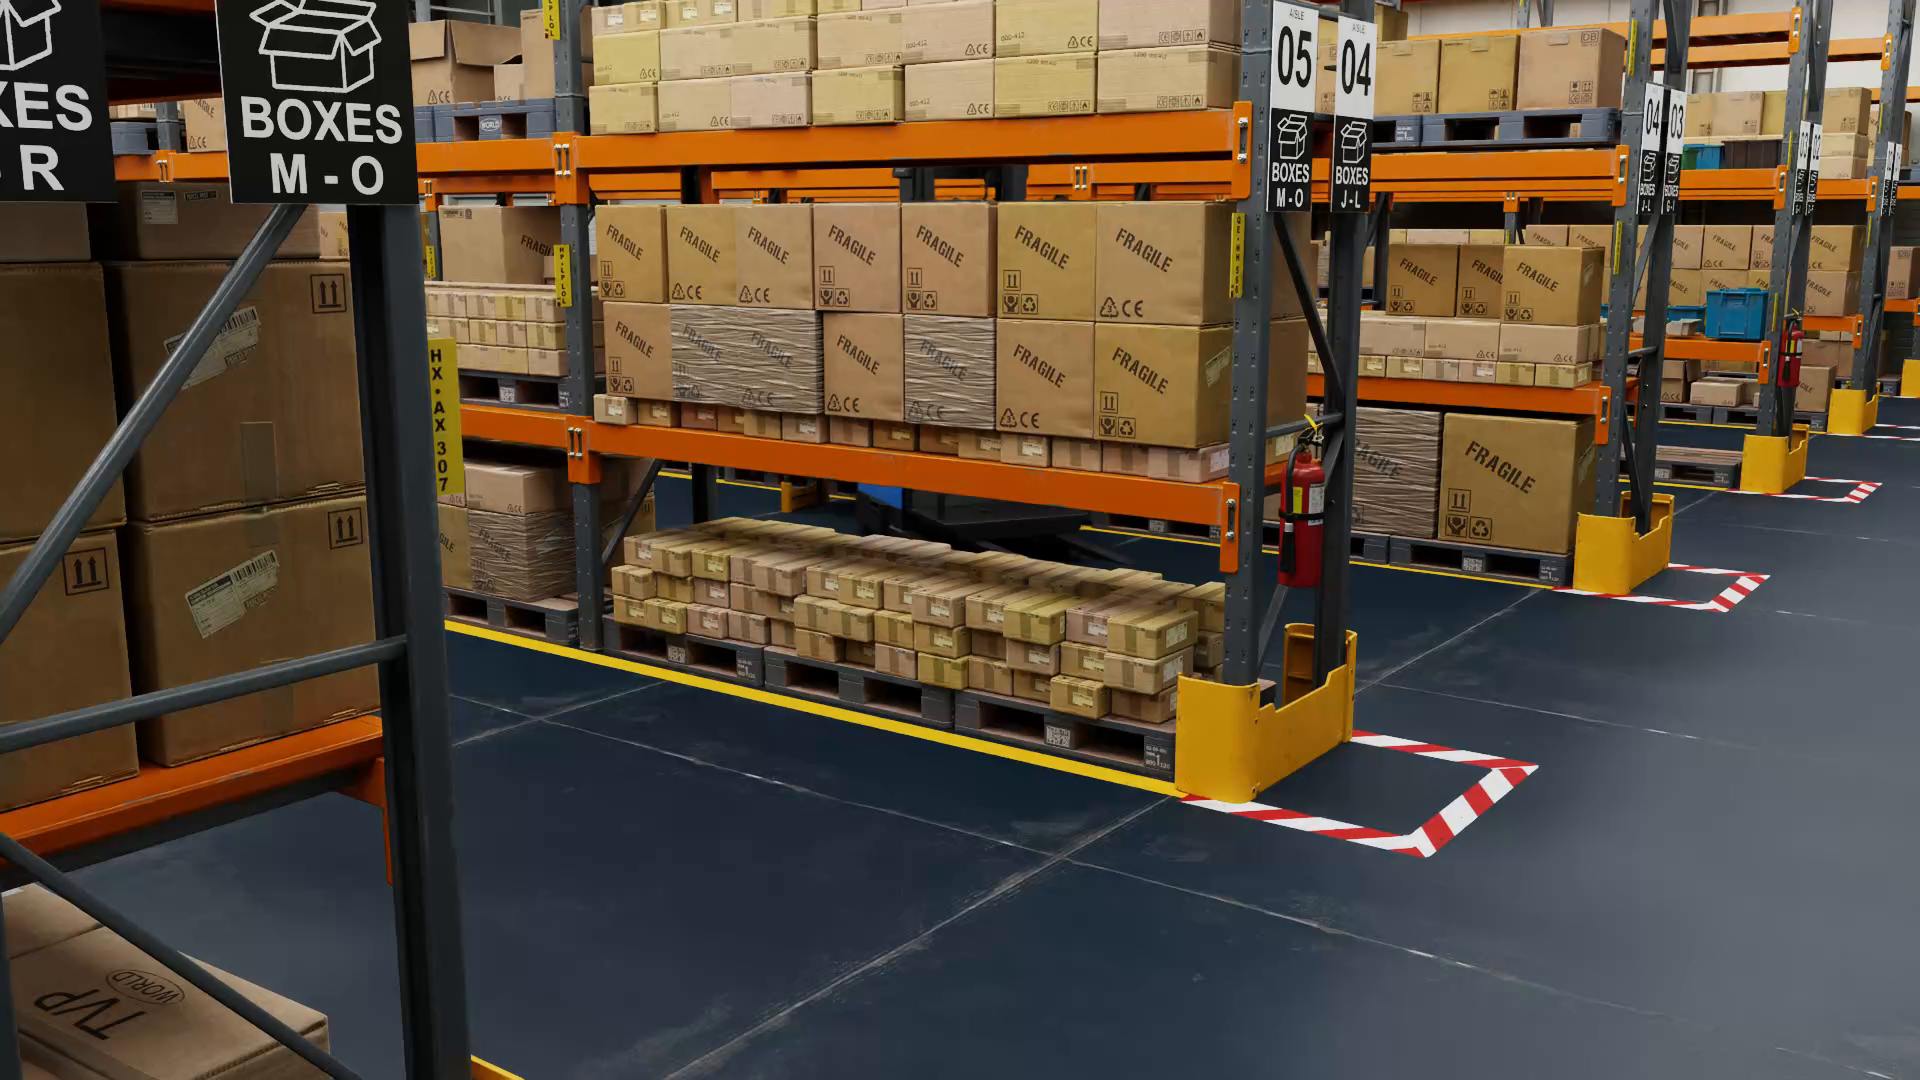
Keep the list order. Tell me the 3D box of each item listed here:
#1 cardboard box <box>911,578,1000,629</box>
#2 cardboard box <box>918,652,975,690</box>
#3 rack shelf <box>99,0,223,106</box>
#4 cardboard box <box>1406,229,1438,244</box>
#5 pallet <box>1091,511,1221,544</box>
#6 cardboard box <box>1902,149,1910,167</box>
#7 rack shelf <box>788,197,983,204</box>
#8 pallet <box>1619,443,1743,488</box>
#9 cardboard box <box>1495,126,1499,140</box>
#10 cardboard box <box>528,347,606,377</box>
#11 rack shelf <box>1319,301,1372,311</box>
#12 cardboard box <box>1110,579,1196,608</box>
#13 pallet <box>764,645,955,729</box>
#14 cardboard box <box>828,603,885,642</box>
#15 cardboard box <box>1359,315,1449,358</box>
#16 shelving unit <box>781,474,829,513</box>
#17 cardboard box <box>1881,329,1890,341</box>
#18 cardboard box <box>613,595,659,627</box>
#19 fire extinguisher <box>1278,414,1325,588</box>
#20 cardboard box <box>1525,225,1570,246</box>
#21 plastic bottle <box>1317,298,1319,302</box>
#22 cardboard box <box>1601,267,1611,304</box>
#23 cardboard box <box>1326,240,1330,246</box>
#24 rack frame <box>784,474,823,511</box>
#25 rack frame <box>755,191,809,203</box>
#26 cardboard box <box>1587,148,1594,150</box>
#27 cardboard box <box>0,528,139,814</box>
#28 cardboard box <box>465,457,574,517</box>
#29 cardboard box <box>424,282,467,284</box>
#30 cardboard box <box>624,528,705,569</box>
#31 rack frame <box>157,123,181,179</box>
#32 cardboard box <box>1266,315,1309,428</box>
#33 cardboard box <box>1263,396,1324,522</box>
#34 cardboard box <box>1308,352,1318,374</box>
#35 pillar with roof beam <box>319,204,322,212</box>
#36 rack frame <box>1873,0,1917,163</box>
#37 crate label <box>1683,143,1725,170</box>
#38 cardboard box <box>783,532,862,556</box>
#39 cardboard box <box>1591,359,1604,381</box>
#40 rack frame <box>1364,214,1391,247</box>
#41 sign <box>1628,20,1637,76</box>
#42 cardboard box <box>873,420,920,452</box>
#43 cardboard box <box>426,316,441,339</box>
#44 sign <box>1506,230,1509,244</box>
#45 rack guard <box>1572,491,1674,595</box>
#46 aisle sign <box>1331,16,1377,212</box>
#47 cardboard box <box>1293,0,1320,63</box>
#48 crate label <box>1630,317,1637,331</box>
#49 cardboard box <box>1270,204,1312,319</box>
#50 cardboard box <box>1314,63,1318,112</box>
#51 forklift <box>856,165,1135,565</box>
[{"bbox_3d":[-0.017,0.298,7.927,0.250,0.149,0.380,9,14,38],"label":"cardboard box"},{"bbox_3d":[0.006,0.589,7.985,0.250,0.149,0.380,7,13,33],"label":"cardboard box"},{"bbox_3d":[-3.028,-1.051,4.061,4.000,0.370,1.077,8,13,36],"label":"rack shelf"},{"bbox_3d":[7.445,-4.820,26.475,0.500,0.250,0.500,8,13,35],"label":"cardboard box"},{"bbox_3d":[1.792,-0.207,13.043,1.213,0.211,1.003,8,13,36],"label":"pallet"},{"bbox_3d":[12.802,-5.272,23.015,0.500,0.250,0.500,9,14,38],"label":"cardboard box"},{"bbox_3d":[-0.968,-5.433,26.713,4.000,0.370,1.077,8,13,36],"label":"rack shelf"},{"bbox_3d":[6.740,-0.711,15.651,1.213,0.211,1.003,8,13,36],"label":"pallet"},{"bbox_3d":[6.730,-5.034,21.126,0.600,0.600,0.600,6,13,30],"label":"cardboard box"},{"bbox_3d":[-2.229,-1.023,9.474,0.250,0.149,0.380,8,13,34],"label":"cardboard box"},{"bbox_3d":[5.480,-3.061,22.349,4.000,0.370,1.077,8,13,36],"label":"rack shelf"},{"bbox_3d":[0.918,0.302,7.904,0.250,0.149,0.380,8,14,37],"label":"cardboard box"},{"bbox_3d":[-0.242,0.651,8.609,1.213,0.211,1.003,8,13,36],"label":"pallet"},{"bbox_3d":[-0.441,0.383,8.267,0.250,0.149,0.380,8,14,36],"label":"cardboard box"},{"bbox_3d":[3.083,-1.424,11.606,0.500,0.250,0.500,7,13,34],"label":"cardboard box"},{"bbox_3d":[-0.865,-0.961,13.546,1.083,1.500,0.587,6,13,30],"label":"shelving unit"},{"bbox_3d":[12.841,-2.876,23.266,0.250,0.149,0.380,8,14,36],"label":"cardboard box"},{"bbox_3d":[-1.688,0.358,9.181,0.250,0.149,0.380,7,13,33],"label":"cardboard box"},{"bbox_3d":[1.362,-0.156,6.622,0.183,0.674,0.296,8,13,36],"label":"fire extinguisher"},{"bbox_3d":[7.306,-3.633,20.518,0.500,0.500,0.500,8,14,37],"label":"cardboard box"},{"bbox_3d":[3.825,-2.511,17.951,0.097,0.271,0.097,0,11,0],"label":"plastic bottle"},{"bbox_3d":[7.757,-3.082,20.302,0.500,0.500,0.500,8,14,37],"label":"cardboard box"},{"bbox_3d":[6.413,-4.714,27.579,0.500,0.500,0.700,6,13,29],"label":"cardboard box"},{"bbox_3d":[-1.309,-1.011,13.807,0.032,1.500,0.500,6,13,30],"label":"rack frame"},{"bbox_3d":[-2.291,-3.331,21.850,0.127,3.000,1.000,8,13,36],"label":"rack frame"},{"bbox_3d":[7.741,-4.685,20.032,0.500,0.250,0.500,8,13,36],"label":"cardboard box"},{"bbox_3d":[-1.961,0.231,3.176,0.500,0.500,0.500,8,14,36],"label":"cardboard box"},{"bbox_3d":[-2.542,-0.317,9.774,0.500,0.250,0.500,8,13,34],"label":"cardboard box"},{"bbox_3d":[-3.529,-1.650,11.148,0.250,0.149,0.380,8,14,36],"label":"cardboard box"},{"bbox_3d":[-1.636,0.047,9.226,0.250,0.149,0.380,9,14,38],"label":"cardboard box"},{"bbox_3d":[-5.016,-1.375,11.740,0.127,3.000,1.000,8,13,36],"label":"rack frame"},{"bbox_3d":[1.234,-0.764,7.533,0.500,0.500,0.500,9,14,38],"label":"cardboard box"},{"bbox_3d":[2.436,-0.649,12.474,0.875,0.875,0.875,8,13,36],"label":"cardboard box"},{"bbox_3d":[2.525,-1.291,11.966,0.250,0.149,0.380,7,13,34],"label":"cardboard box"},{"bbox_3d":[-20.467,-10.336,42.263,0.548,9.000,9.100,8,13,36],"label":"pillar with roof beam"},{"bbox_3d":[10.317,-5.685,18.224,0.127,3.000,1.000,8,13,36],"label":"rack frame"},{"bbox_3d":[6.829,-3.535,15.398,0.502,0.251,0.408,8,13,36],"label":"crate label"},{"bbox_3d":[-0.753,0.067,9.120,0.250,0.149,0.380,8,14,37],"label":"cardboard box"},{"bbox_3d":[4.359,-1.191,11.448,0.250,0.149,0.380,8,14,36],"label":"cardboard box"},{"bbox_3d":[6.798,-4.398,27.365,0.127,3.000,1.000,8,13,36],"label":"rack frame"},{"bbox_3d":[4.117,-3.011,10.174,0.005,0.325,0.100,8,13,36],"label":"sign"},{"bbox_3d":[-0.207,-0.531,8.040,0.250,0.149,0.380,8,14,37],"label":"cardboard box"},{"bbox_3d":[-3.072,-1.286,10.052,0.250,0.149,0.380,7,13,33],"label":"cardboard box"},{"bbox_3d":[6.767,-3.673,20.567,0.005,0.325,0.100,8,13,36],"label":"sign"},{"bbox_3d":[4.469,0.006,11.181,0.348,0.500,1.175,8,13,36],"label":"rack guard"},{"bbox_3d":[1.669,-1.790,7.039,0.004,0.787,0.394,8,13,36],"label":"aisle sign"},{"bbox_3d":[1.224,-2.210,7.239,0.500,0.250,0.500,8,14,36],"label":"cardboard box"},{"bbox_3d":[6.153,-2.008,15.549,0.243,0.136,0.396,8,13,36],"label":"crate label"},{"bbox_3d":[1.228,-1.253,7.429,0.500,0.500,0.500,8,13,35],"label":"cardboard box"},{"bbox_3d":[1.222,-1.964,7.283,0.500,0.250,0.500,9,14,38],"label":"cardboard box"},{"bbox_3d":[0.224,-1.312,11.597,1.130,2.935,3.031,-5,12,-22],"label":"forklift"}]
